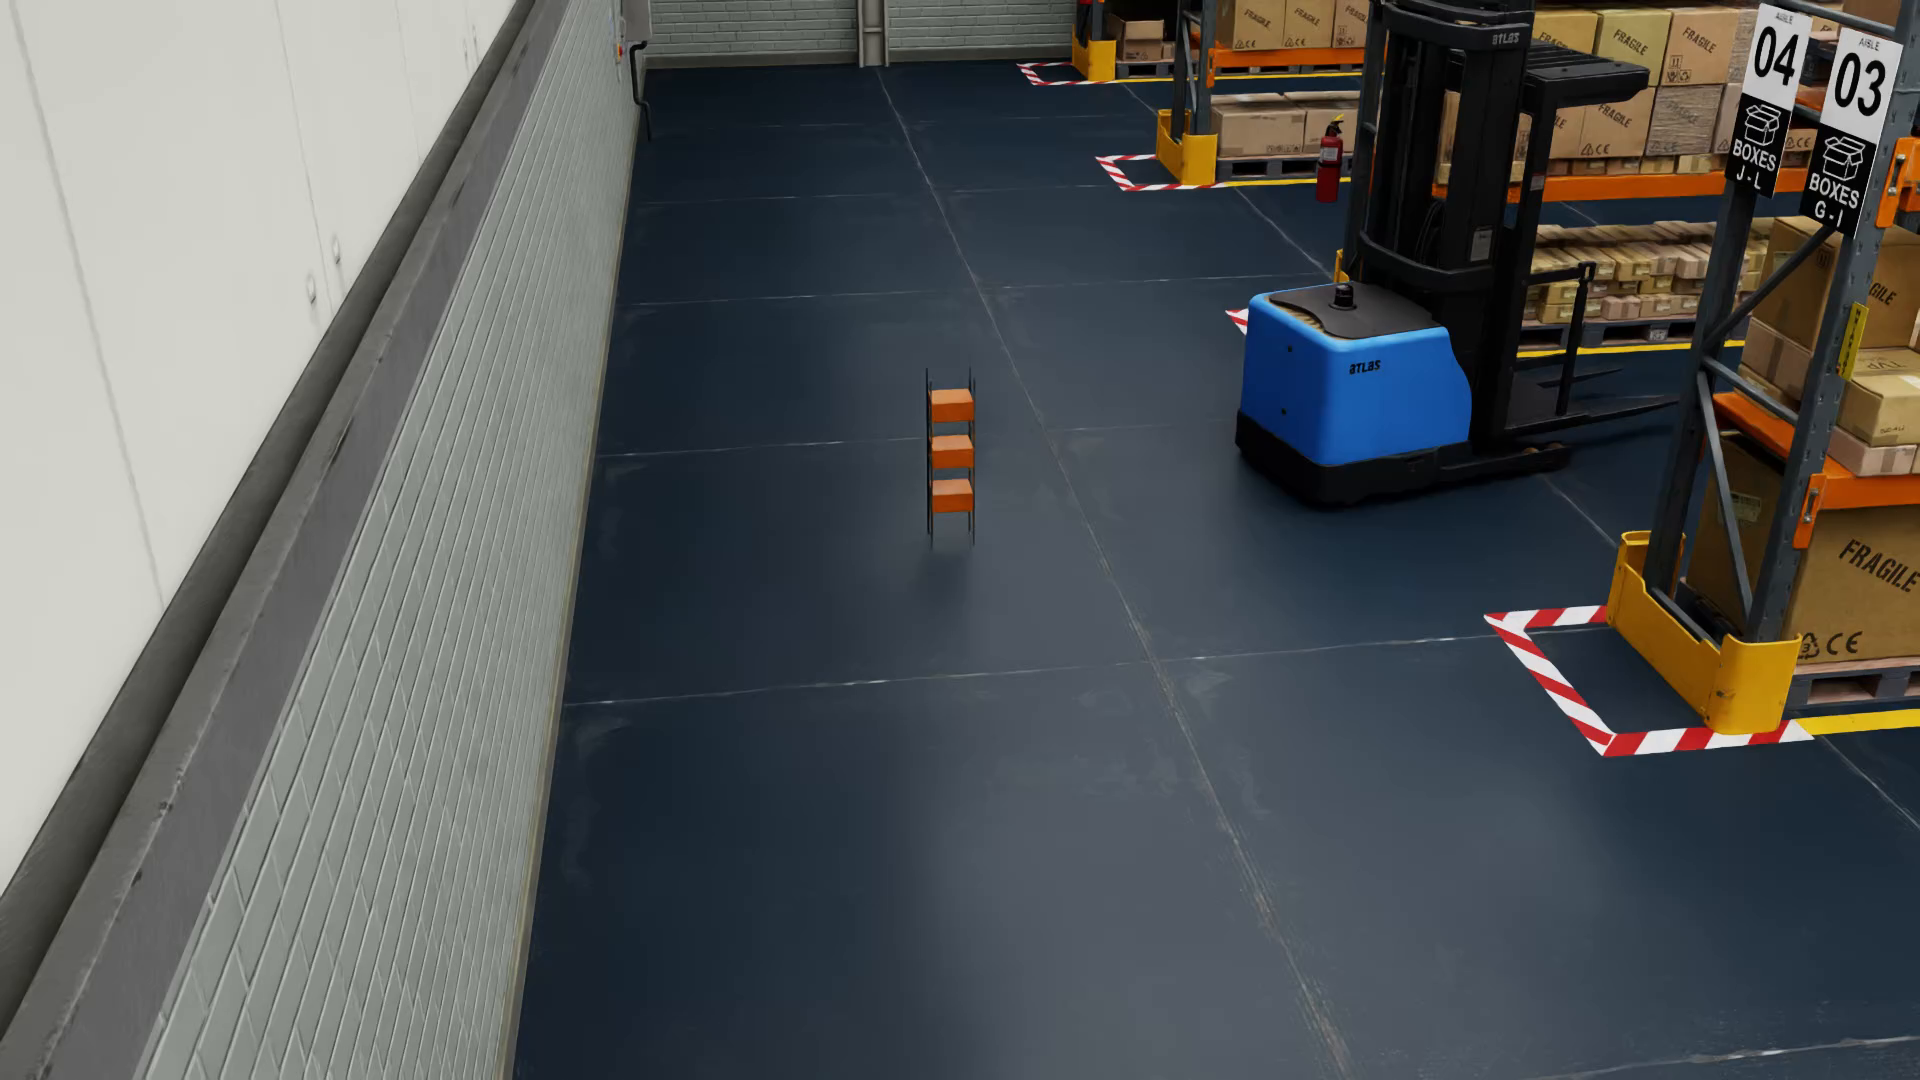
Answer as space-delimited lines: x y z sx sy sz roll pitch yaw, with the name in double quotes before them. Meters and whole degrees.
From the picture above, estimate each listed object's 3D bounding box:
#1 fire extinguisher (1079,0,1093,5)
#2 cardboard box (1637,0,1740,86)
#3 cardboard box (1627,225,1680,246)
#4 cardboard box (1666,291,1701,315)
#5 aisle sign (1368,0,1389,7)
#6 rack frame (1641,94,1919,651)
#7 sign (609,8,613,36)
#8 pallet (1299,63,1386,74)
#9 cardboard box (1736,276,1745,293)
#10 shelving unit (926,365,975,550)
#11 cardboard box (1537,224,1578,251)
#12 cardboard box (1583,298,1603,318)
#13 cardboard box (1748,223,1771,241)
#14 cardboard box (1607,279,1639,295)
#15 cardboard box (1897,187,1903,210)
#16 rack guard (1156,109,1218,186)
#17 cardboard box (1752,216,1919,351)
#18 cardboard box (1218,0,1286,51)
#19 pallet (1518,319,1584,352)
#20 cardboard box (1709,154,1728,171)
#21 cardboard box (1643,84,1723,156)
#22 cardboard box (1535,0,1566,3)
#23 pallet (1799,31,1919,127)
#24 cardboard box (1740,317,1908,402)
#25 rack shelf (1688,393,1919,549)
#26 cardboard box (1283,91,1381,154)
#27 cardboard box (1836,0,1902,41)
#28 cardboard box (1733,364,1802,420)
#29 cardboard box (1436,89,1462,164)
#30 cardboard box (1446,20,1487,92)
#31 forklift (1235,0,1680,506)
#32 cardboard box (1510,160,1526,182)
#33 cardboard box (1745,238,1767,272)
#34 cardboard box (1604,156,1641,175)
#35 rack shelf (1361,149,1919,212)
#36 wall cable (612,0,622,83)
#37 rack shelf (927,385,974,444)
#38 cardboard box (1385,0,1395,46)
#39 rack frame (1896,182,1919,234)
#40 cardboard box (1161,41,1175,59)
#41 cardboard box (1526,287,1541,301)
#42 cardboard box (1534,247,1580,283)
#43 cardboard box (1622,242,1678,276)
"fire extinguisher" 1.566 -6.980 20.562 0.183 0.674 0.296 -4 27 -7
"cardboard box" 5.134 -3.546 11.845 0.500 0.500 0.500 -5 28 -9
"cardboard box" 5.421 -2.343 13.043 0.250 0.149 0.380 -5 28 -9
"cardboard box" 5.459 -1.866 12.763 0.250 0.149 0.380 -3 27 -6
"aisle sign" 3.018 -4.212 11.825 0.004 0.787 0.394 -4 27 -7
"rack frame" 3.723 -0.675 7.781 0.127 3.000 1.000 -4 27 -7
"sign" -3.292 -4.881 15.680 0.001 0.218 0.327 -4 27 -7
"pallet" 4.928 -6.369 21.932 1.213 0.211 1.003 -4 27 -7
"cardboard box" 5.784 -2.021 12.740 0.250 0.149 0.380 -3 27 -6
"shelving unit" -0.053 -0.464 9.504 0.252 1.050 0.215 -4 27 -7
"cardboard box" 4.640 -2.349 13.054 0.250 0.149 0.380 -3 27 -5
"cardboard box" 4.696 -1.830 12.693 0.250 0.149 0.380 -4 27 -7
"cardboard box" 6.198 -2.404 13.161 0.250 0.149 0.380 -4 27 -8
"cardboard box" 4.977 -2.003 12.704 0.250 0.149 0.380 -2 27 -4
"cardboard box" 7.795 -2.748 13.277 0.500 0.250 0.500 -4 27 -8
"rack guard" 2.318 -4.042 17.079 0.348 0.500 1.175 -4 27 -7
"cardboard box" 4.169 -1.224 7.868 0.500 0.500 0.500 -3 27 -6
"cardboard box" 2.857 -5.101 16.295 0.500 0.500 0.500 -4 27 -8
"pallet" 4.016 -1.724 12.878 1.213 0.211 1.003 -4 27 -7
"cardboard box" 5.547 -2.859 12.311 0.250 0.149 0.380 -4 27 -8
"cardboard box" 5.132 -3.111 12.091 0.500 0.500 0.500 -4 27 -8
"cardboard box" 4.052 -3.719 12.183 0.500 0.500 0.500 -5 28 -9
"pallet" 4.456 -2.022 7.217 1.213 0.211 1.003 -4 27 -7
"cardboard box" 4.166 -0.892 8.041 0.500 0.250 0.500 -4 27 -8
"rack shelf" 5.703 -0.483 8.193 4.000 0.370 1.077 -4 27 -7
"cardboard box" 3.887 -4.351 17.291 0.875 0.438 0.875 -3 27 -6
"cardboard box" 4.230 -2.343 7.066 0.500 0.500 0.700 -5 28 -10
"cardboard box" 4.030 -0.735 8.172 0.250 0.149 0.380 -3 27 -6
"cardboard box" 3.615 -3.005 11.884 0.500 0.500 0.500 -2 27 -5
"cardboard box" 3.613 -3.454 11.666 0.500 0.500 0.500 -4 27 -7
"forklift" 3.357 -1.935 10.310 3.031 2.935 1.130 -11 29 -20
"cardboard box" 4.018 -2.712 12.026 0.250 0.149 0.380 -4 27 -9
"cardboard box" 6.016 -2.187 12.737 0.250 0.149 0.380 -3 27 -5
"cardboard box" 4.776 -2.800 12.196 0.250 0.149 0.380 -4 27 -8
"rack shelf" 5.112 -2.731 12.575 4.000 0.370 1.077 -4 27 -7
"wall cable" -3.238 -5.252 15.553 0.123 1.953 0.585 -4 27 -7
"rack shelf" -0.053 -0.707 9.379 0.240 0.259 0.215 -4 27 -7
"cardboard box" 4.354 -5.209 16.507 0.500 0.500 0.500 -3 27 -5
"rack frame" 7.093 -3.178 12.659 0.127 3.000 1.000 -4 27 -7
"cardboard box" 2.692 -6.323 21.450 0.250 0.149 0.380 -5 28 -9
"cardboard box" 4.196 -1.940 12.581 0.250 0.149 0.380 -3 27 -6
"cardboard box" 4.456 -2.070 12.510 0.250 0.149 0.380 -5 28 -10
"cardboard box" 5.234 -2.139 12.644 0.250 0.149 0.380 -4 27 -7
